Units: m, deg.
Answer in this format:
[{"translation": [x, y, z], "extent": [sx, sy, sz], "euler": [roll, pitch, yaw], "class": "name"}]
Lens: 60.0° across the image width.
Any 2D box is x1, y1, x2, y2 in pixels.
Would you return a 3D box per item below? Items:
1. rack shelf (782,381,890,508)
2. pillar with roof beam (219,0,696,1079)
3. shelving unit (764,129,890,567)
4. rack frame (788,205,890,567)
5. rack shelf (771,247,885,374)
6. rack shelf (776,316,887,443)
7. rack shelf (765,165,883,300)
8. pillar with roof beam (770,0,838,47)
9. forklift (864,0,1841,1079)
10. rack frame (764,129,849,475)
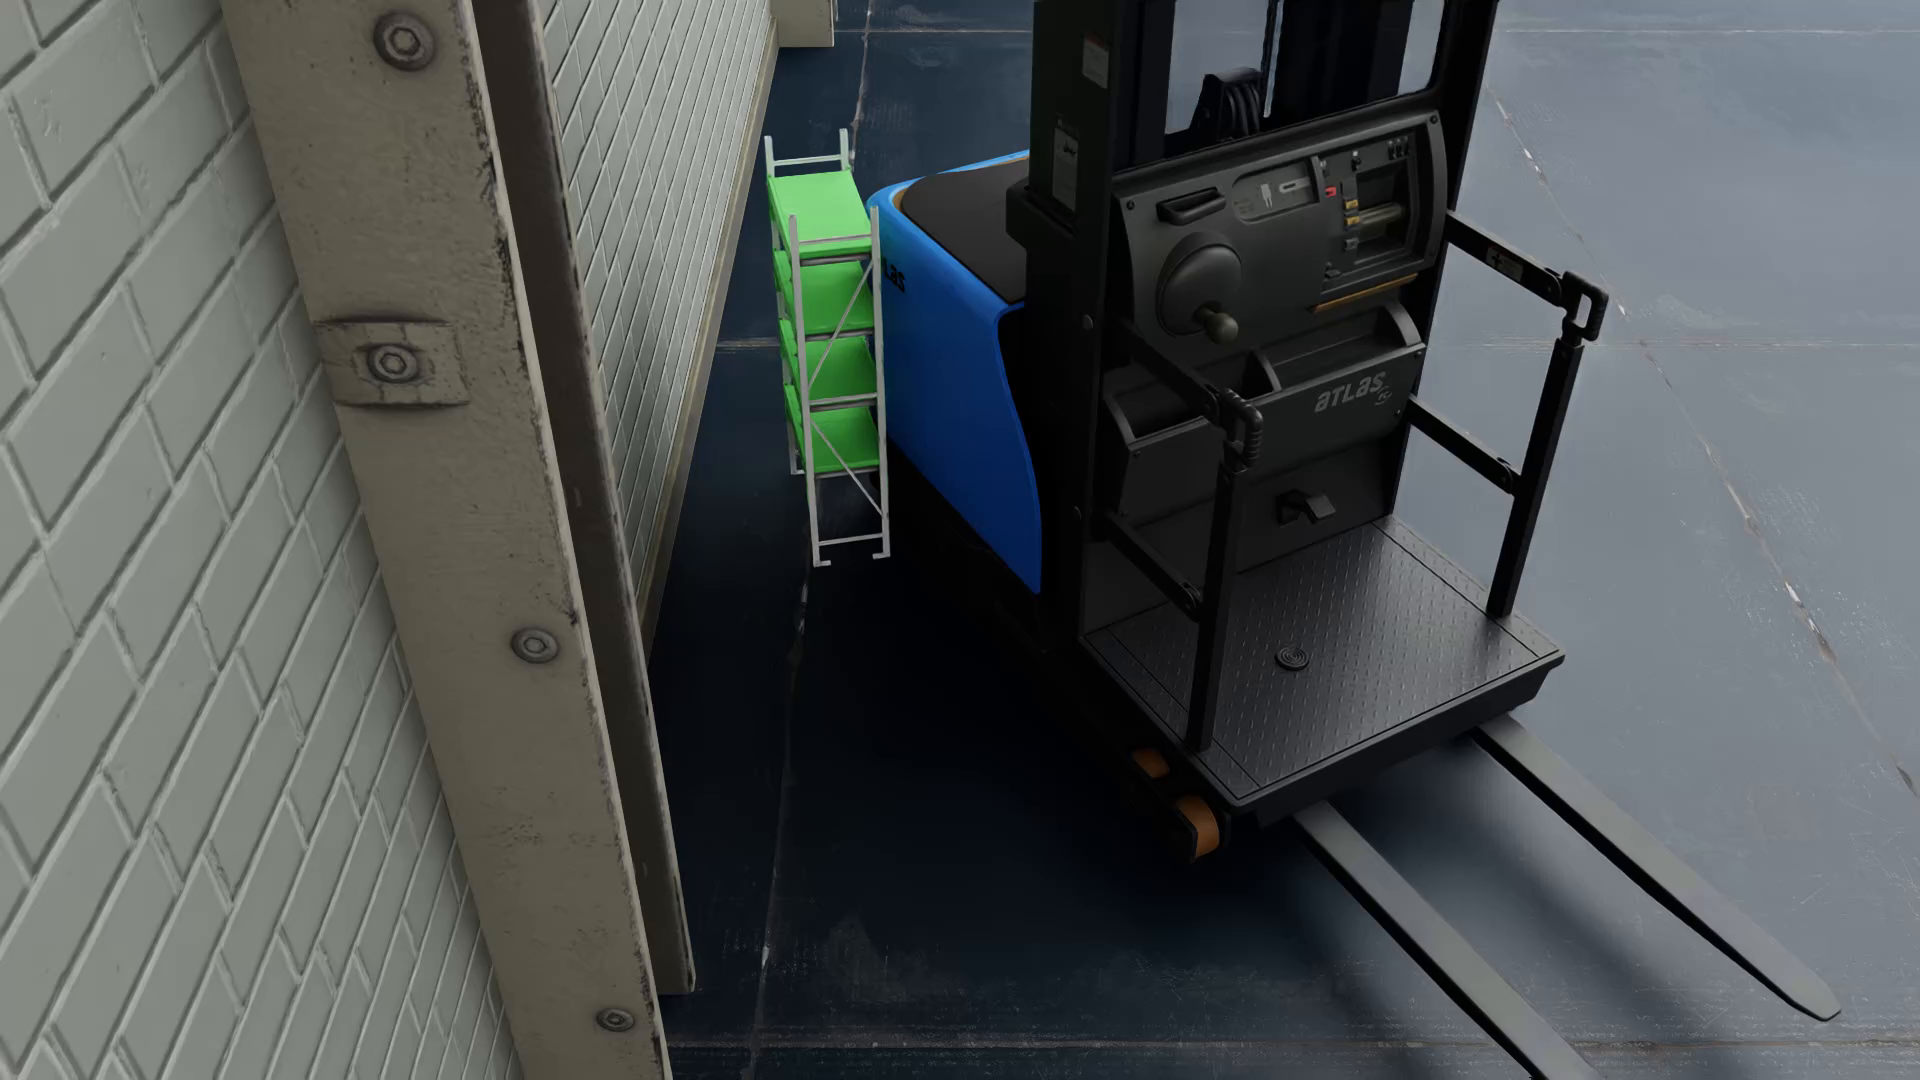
[{"translation": [-0.391, -0.317, 5.173], "extent": [0.258, 0.148, 0.480], "euler": [-8, 39, -10], "class": "rack shelf"}, {"translation": [3.522, -2.358, 0.996], "extent": [9.100, 9.000, 0.400], "euler": [0, 39, 0], "class": "pillar with roof beam"}, {"translation": [-0.391, -0.555, 4.983], "extent": [0.258, 1.200, 0.503], "euler": [-8, 39, -10], "class": "shelving unit"}, {"translation": [-0.337, -0.406, 4.797], "extent": [0.240, 1.200, 0.015], "euler": [-8, 39, -10], "class": "rack frame"}, {"translation": [-0.391, -0.692, 4.873], "extent": [0.258, 0.148, 0.480], "euler": [-8, 39, -10], "class": "rack shelf"}, {"translation": [-0.391, -0.505, 5.023], "extent": [0.258, 0.148, 0.480], "euler": [-8, 39, -10], "class": "rack shelf"}, {"translation": [-0.391, -0.879, 4.722], "extent": [0.258, 0.148, 0.480], "euler": [-8, 39, -10], "class": "rack shelf"}, {"translation": [3.515, -6.110, 5.678], "extent": [9.100, 9.000, 0.400], "euler": [0, 39, 0], "class": "pillar with roof beam"}, {"translation": [0.876, -0.663, 3.734], "extent": [1.130, 2.935, 3.031], "euler": [-20, 43, -23], "class": "forklift"}, {"translation": [-0.445, -0.703, 5.168], "extent": [0.240, 1.200, 0.015], "euler": [-8, 39, -10], "class": "rack frame"}]
